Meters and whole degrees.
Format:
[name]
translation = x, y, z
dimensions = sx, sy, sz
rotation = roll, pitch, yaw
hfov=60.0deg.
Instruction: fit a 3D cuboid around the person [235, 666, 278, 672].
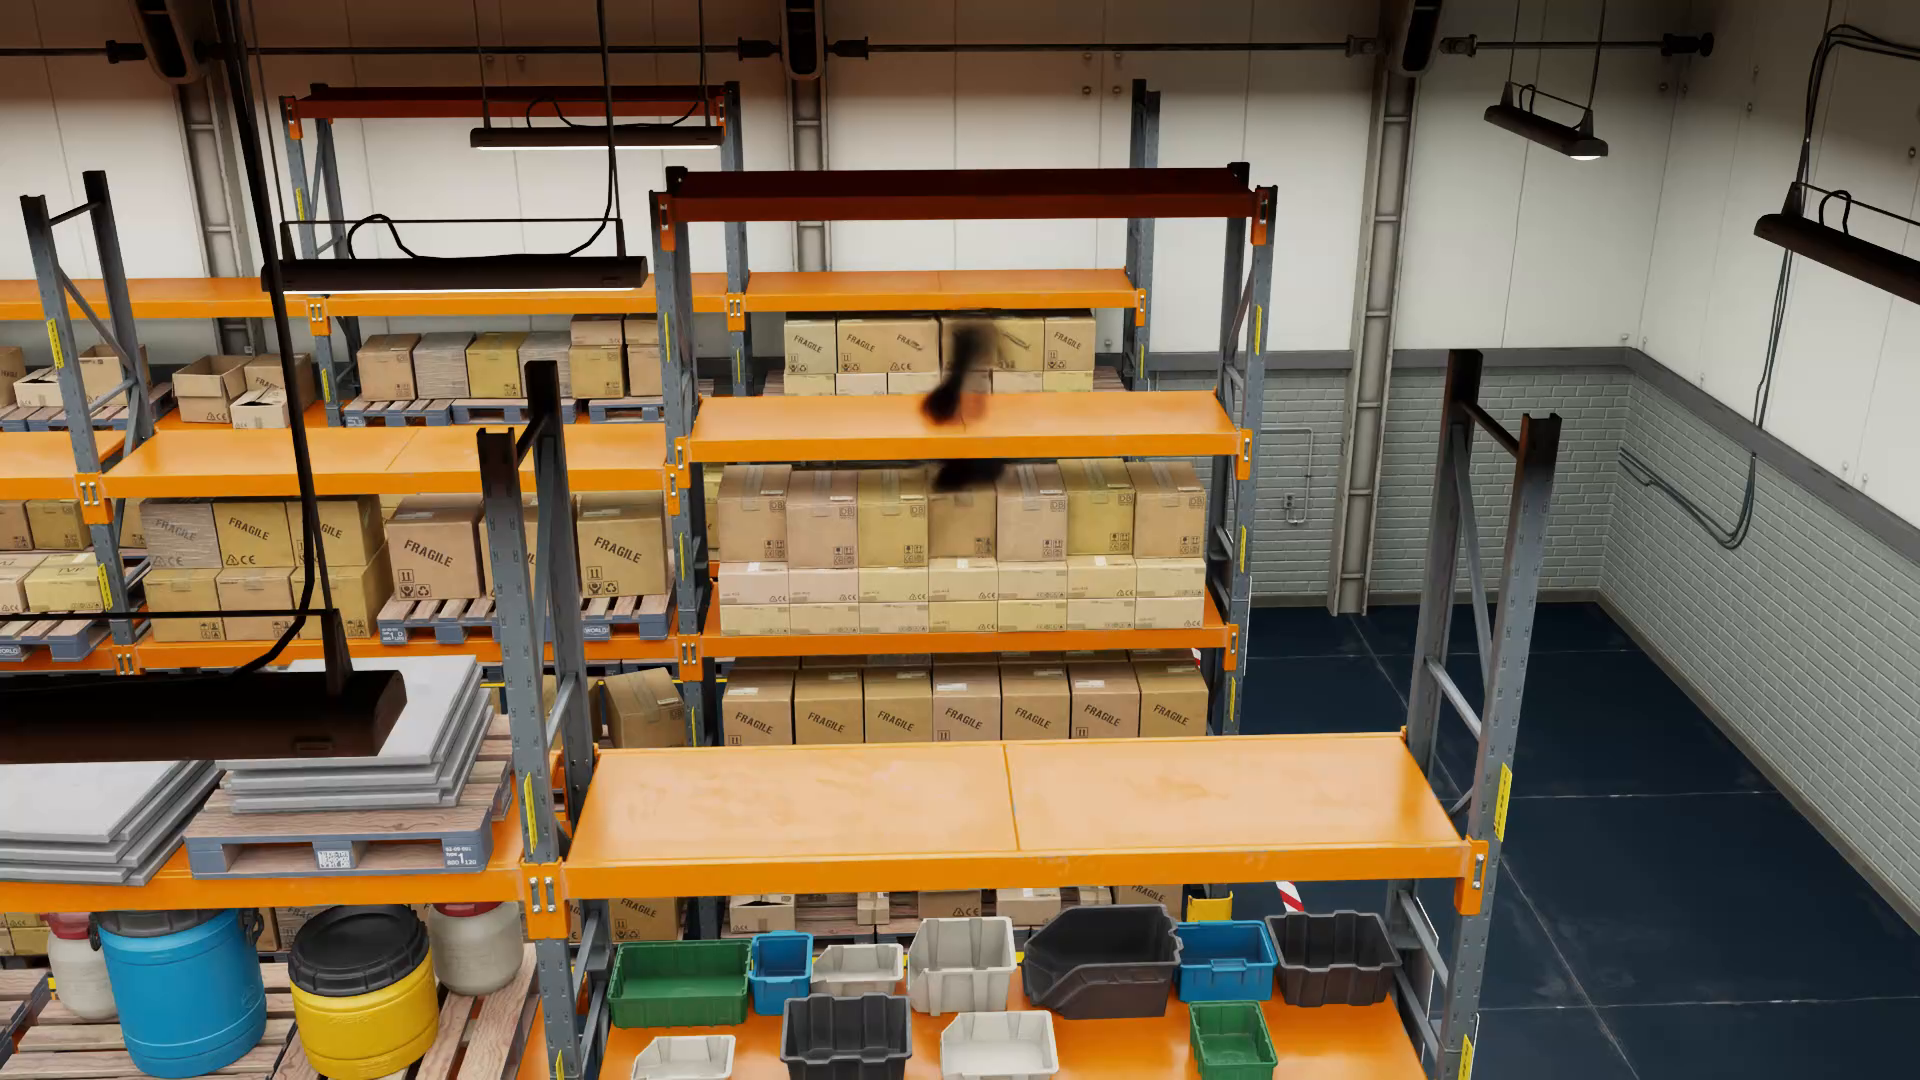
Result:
[person]
translation = -6.348, 1.413, 15.399
dimensions = 0.678, 1.734, 0.645
rotation = -7, 23, -17
